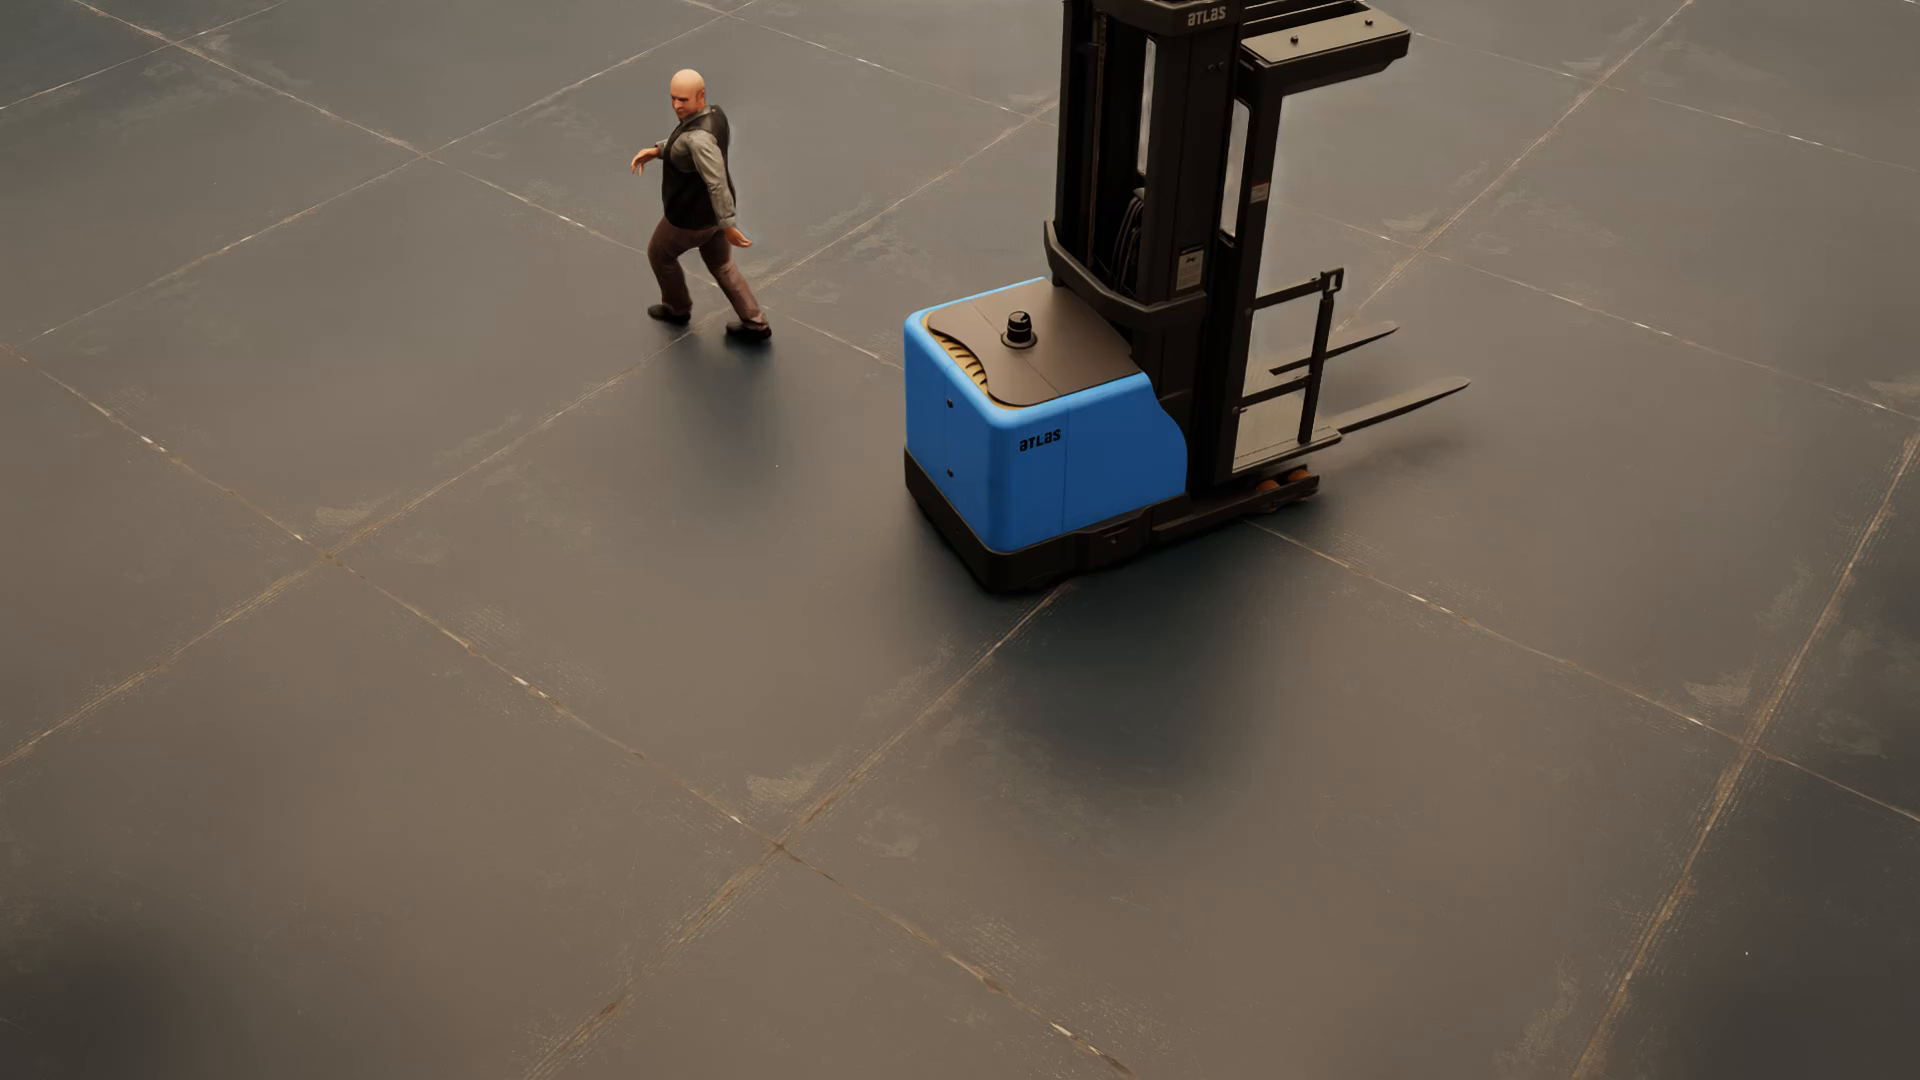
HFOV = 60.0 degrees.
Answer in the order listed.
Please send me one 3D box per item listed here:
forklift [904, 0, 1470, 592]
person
[{"bbox_3d":[1.266,-1.540,7.881,3.031,2.935,1.130,-19,44,-20],"label":"forklift"},{"bbox_3d":[-1.462,-1.840,9.260,0.936,1.653,0.551,19,44,20],"label":"person"}]
